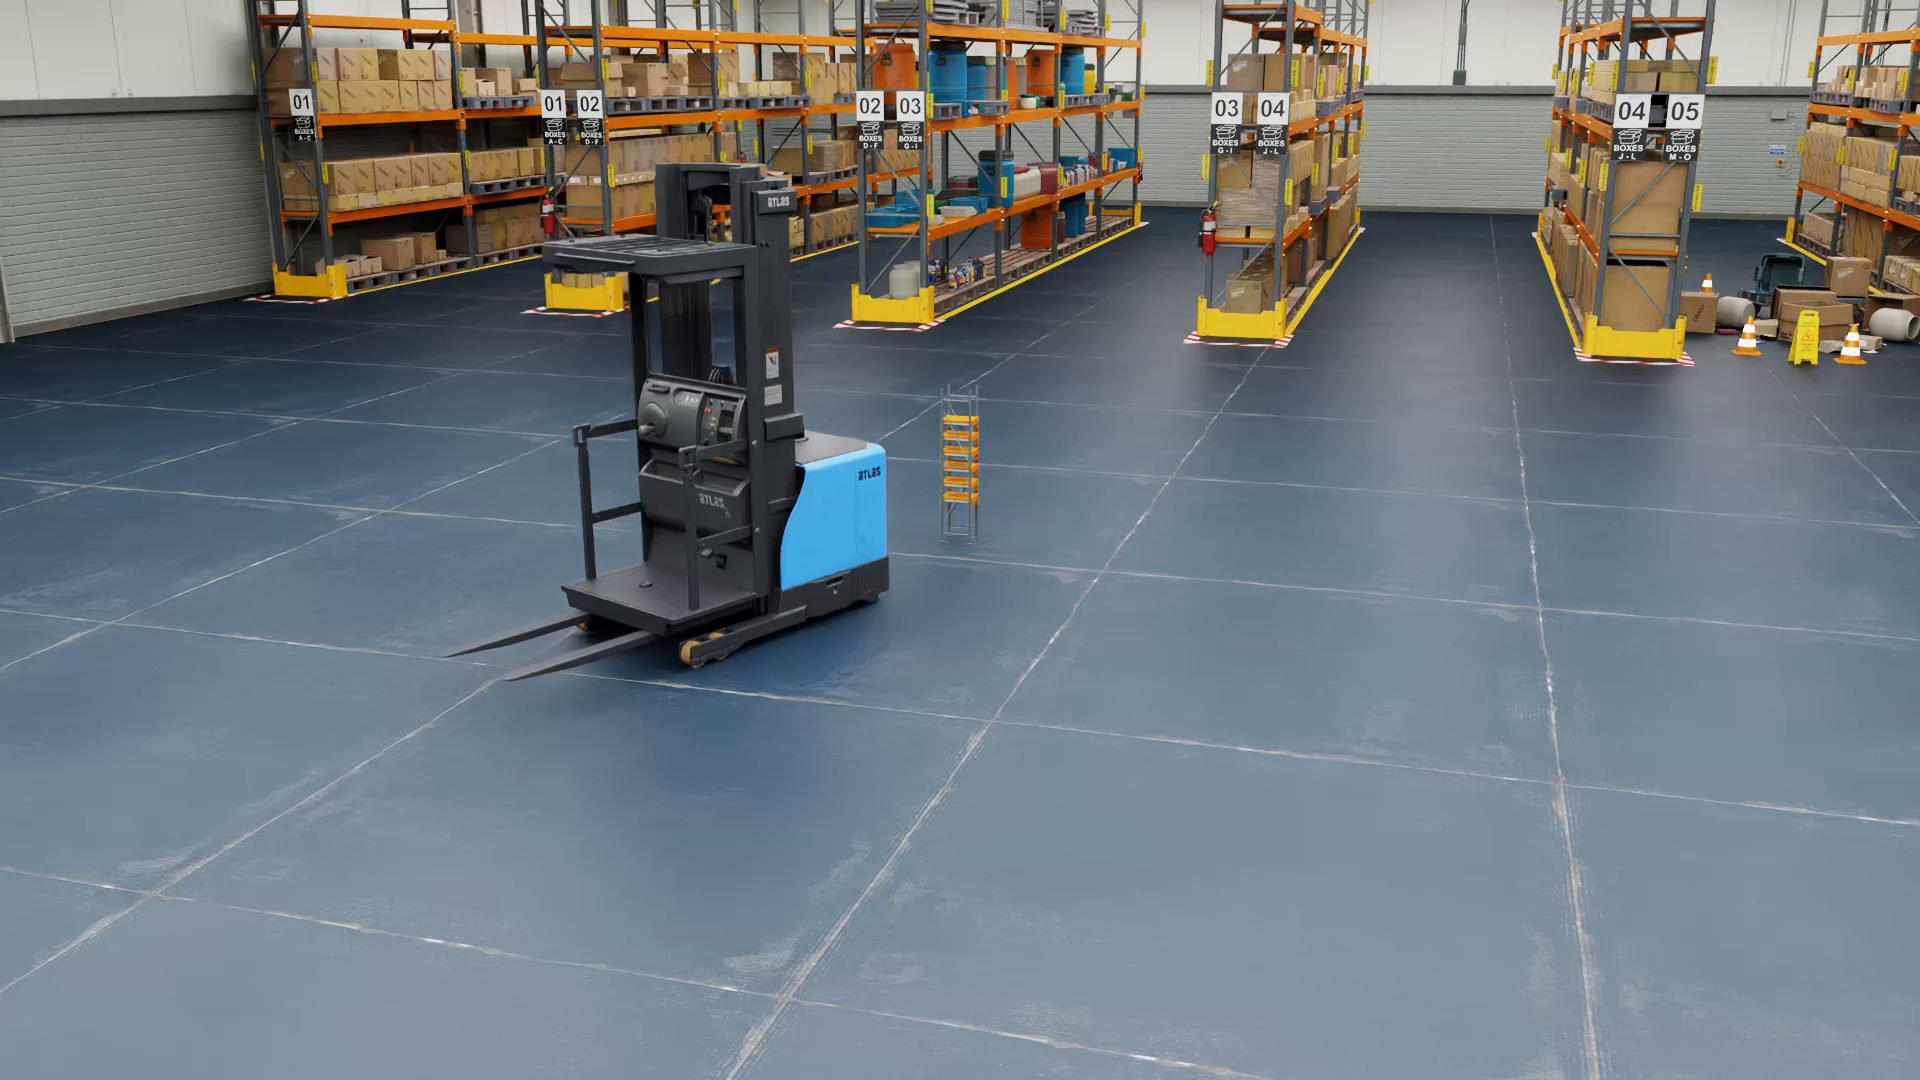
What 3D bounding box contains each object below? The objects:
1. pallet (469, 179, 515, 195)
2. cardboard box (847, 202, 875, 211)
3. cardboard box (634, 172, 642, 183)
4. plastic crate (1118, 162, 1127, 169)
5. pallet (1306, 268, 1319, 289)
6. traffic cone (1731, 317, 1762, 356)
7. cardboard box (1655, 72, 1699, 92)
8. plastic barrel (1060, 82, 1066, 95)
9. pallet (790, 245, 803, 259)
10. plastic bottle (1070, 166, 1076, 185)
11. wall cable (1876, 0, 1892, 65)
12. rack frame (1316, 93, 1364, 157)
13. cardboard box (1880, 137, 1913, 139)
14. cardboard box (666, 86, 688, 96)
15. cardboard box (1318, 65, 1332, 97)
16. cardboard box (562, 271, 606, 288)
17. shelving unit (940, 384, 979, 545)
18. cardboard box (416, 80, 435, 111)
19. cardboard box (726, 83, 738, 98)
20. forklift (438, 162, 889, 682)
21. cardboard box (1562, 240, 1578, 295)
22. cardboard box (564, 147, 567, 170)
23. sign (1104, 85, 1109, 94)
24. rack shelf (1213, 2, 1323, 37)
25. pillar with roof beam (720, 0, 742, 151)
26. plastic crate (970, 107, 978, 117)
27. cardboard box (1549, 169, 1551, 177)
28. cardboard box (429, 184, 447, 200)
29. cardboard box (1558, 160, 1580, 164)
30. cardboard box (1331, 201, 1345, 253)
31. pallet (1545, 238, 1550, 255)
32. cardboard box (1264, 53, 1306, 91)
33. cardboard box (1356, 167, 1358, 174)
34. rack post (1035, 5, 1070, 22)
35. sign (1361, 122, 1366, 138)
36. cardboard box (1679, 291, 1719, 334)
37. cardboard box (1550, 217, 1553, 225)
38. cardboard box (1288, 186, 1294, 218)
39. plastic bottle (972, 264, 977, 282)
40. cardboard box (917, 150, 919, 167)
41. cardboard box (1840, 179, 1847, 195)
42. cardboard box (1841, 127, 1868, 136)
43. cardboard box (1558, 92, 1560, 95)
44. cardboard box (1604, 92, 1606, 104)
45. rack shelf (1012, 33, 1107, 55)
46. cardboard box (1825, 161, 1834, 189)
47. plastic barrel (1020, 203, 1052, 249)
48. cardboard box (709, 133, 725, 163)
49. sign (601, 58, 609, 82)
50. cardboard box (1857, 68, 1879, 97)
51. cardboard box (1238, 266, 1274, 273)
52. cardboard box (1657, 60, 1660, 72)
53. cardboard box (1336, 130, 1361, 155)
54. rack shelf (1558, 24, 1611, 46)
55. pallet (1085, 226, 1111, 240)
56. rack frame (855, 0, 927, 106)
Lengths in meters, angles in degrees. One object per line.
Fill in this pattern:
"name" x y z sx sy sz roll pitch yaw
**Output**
"pallet" -8.950 -6.506 30.622 1.003 0.211 1.213 5 16 16
"cardboard box" -2.148 -6.977 35.706 0.500 0.500 0.500 5 16 16
"cardboard box" -5.157 -5.626 25.797 0.380 0.149 0.250 4 16 15
"plastic crate" 3.544 -8.456 37.517 0.396 0.136 0.243 5 16 16
"pallet" 5.505 -4.440 28.096 1.003 0.211 1.213 5 16 16
"traffic cone" 10.043 -2.608 21.177 0.336 0.463 0.334 5 16 16
"cardboard box" 8.914 -5.670 20.604 0.500 0.250 0.500 5 16 16
"plastic barrel" 1.850 -8.518 31.381 0.294 0.245 0.294 0 16 0
"pallet" -3.691 -5.519 31.901 1.003 0.211 1.213 5 16 16
"plastic bottle" 2.205 -7.157 32.654 0.144 0.351 0.185 5 16 16
"wall cable" 22.579 -11.758 37.723 2.988 3.039 0.133 5 16 16
"rack frame" 8.351 -8.397 36.936 1.000 3.000 0.127 5 16 16
"cardboard box" 16.829 -6.975 29.907 0.500 0.500 0.500 5 17 18
"cardboard box" -4.637 -7.281 26.941 0.380 0.149 0.250 5 16 16
"cardboard box" 5.891 -7.628 27.629 0.500 0.500 0.500 5 17 17
"cardboard box" -5.824 -4.022 25.783 0.500 0.250 0.500 5 16 16
"shelving unit" -0.004 -0.573 12.652 0.258 1.200 0.189 5 16 16
"cardboard box" -9.369 -7.628 28.509 0.500 0.500 0.500 3 16 11
"cardboard box" -4.219 -7.904 29.207 0.500 0.250 0.500 3 16 10
"forklift" -1.813 -0.788 10.235 1.130 2.935 3.031 13 20 38
"cardboard box" 9.757 -4.135 25.265 1.050 0.750 0.750 5 16 16
"cardboard box" -7.787 -7.764 33.941 0.500 0.500 0.500 5 17 18
"sign" 2.992 -9.139 34.038 0.100 0.325 0.005 5 16 16
"rack shelf" 4.372 -7.273 23.303 1.077 0.370 4.000 5 16 16
"pillar with roof beam" -1.831 -12.875 41.730 9.100 9.000 0.400 5 16 16
"plastic crate" 0.123 -6.506 25.258 0.243 0.136 0.396 5 16 16
"cardboard box" 11.388 -6.953 31.537 0.380 0.149 0.250 4 16 13
"cardboard box" -9.300 -6.070 28.971 0.500 0.250 0.500 5 17 16
"cardboard box" 10.652 -6.558 29.054 0.380 0.149 0.250 5 17 18
"cardboard box" 6.554 -5.895 31.241 1.225 0.875 0.875 5 16 16
"pallet" 12.098 -5.776 32.807 1.003 0.211 1.213 5 16 16
"cardboard box" 4.485 -6.453 22.942 0.500 0.500 0.500 5 16 16
"cardboard box" 8.420 -8.023 36.080 0.380 0.149 0.250 5 16 16
"rack post" 1.495 -9.730 30.783 0.954 0.300 0.937 5 16 16
"sign" 8.867 -9.022 36.585 0.100 0.325 0.005 5 16 16
"cardboard box" 10.210 -3.159 23.047 0.500 0.500 0.500 8 18 25
"cardboard box" 11.891 -6.305 32.926 0.380 0.149 0.250 4 16 15
"cardboard box" 4.350 -4.941 24.025 0.875 0.500 0.500 5 16 16
"plastic bottle" 0.224 -4.259 26.521 0.061 0.283 0.133 6 17 20
"cardboard box" -1.157 -8.940 38.668 0.500 0.500 0.500 5 17 16
"cardboard box" 16.337 -6.415 30.224 0.500 0.250 0.500 4 16 15
"cardboard box" 16.498 -7.528 30.670 0.380 0.149 0.250 4 16 15
"cardboard box" 12.260 -8.852 33.318 0.500 0.250 0.500 5 16 16
"cardboard box" 8.589 -5.752 21.622 0.380 0.149 0.250 4 16 15
"rack shelf" 1.897 -9.559 32.090 1.077 0.370 4.000 5 16 16
"cardboard box" 16.743 -6.906 31.498 0.500 0.500 0.500 4 16 15
"plastic barrel" 1.451 -5.975 31.606 0.600 0.830 0.708 5 16 16
"cardboard box" -6.228 -9.368 39.811 0.980 0.700 0.700 4 16 15
"sign" -5.163 -6.837 24.193 0.100 0.325 0.005 5 16 16
"cardboard box" 16.187 -8.067 29.324 0.500 0.500 0.500 4 16 15
"cardboard box" 4.330 -3.694 24.167 0.500 0.500 0.500 6 17 21
"cardboard box" 9.365 -6.218 21.803 0.380 0.149 0.250 5 17 17
"cardboard box" 8.464 -8.681 36.293 0.500 0.500 0.500 5 17 17
"rack shelf" 12.509 -10.001 32.922 1.077 0.370 4.000 5 16 16
"pallet" 2.637 -6.588 35.670 1.003 0.211 1.213 5 16 16
"rack frame" -0.945 -7.481 22.714 1.000 3.000 0.127 5 16 16
